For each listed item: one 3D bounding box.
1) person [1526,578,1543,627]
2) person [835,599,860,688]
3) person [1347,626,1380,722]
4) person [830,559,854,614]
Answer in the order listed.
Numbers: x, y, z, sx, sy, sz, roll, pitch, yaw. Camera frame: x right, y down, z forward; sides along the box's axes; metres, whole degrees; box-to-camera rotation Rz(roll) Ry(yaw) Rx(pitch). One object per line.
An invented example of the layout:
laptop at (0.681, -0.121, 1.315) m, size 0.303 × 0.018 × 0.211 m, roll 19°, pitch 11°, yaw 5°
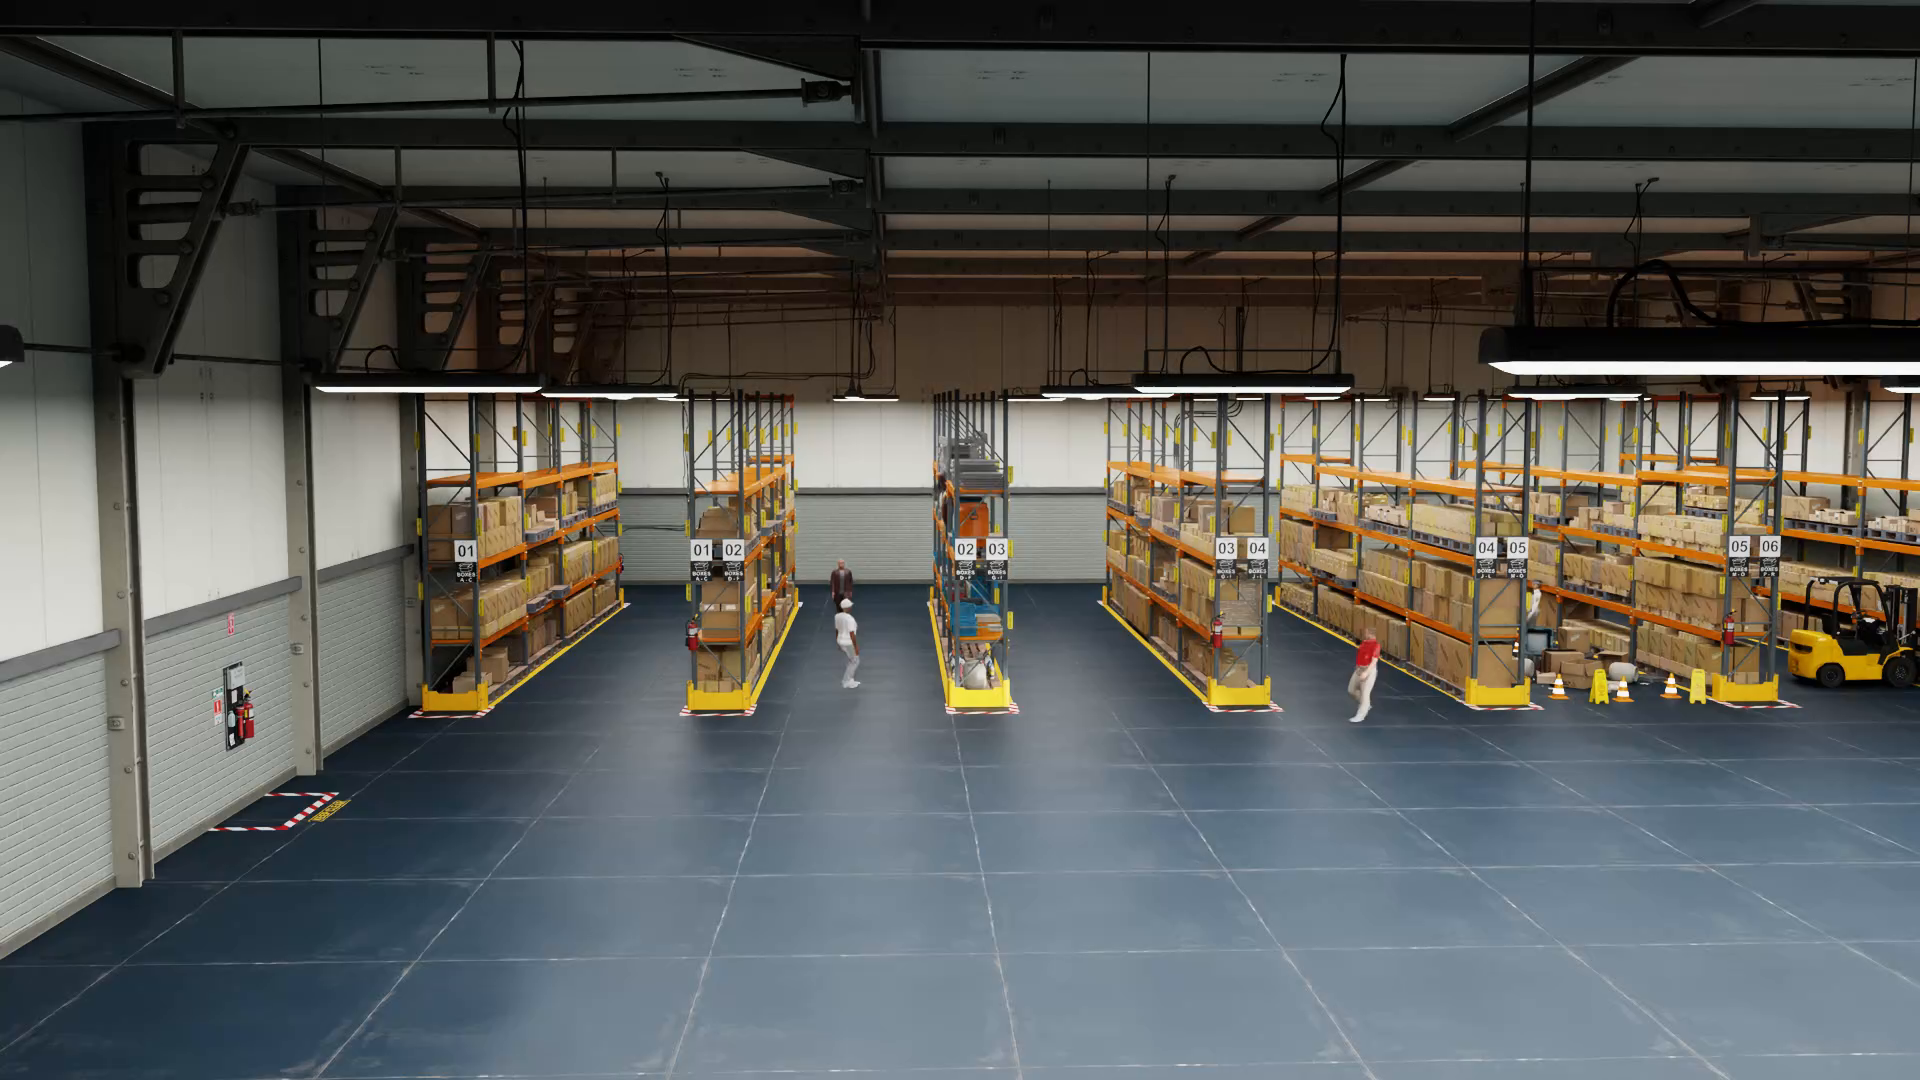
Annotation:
person at (13.301, 1.741, 38.670) m, size 0.444 × 1.710 × 0.528 m, roll 3°, pitch 5°, yaw 29°
person at (-2.140, 1.972, 31.973) m, size 0.489 × 1.708 × 0.638 m, roll -2°, pitch 5°, yaw -18°
person at (7.268, 2.415, 30.055) m, size 0.636 × 1.707 × 0.600 m, roll -3°, pitch 5°, yaw -32°
person at (-3.038, 1.358, 42.693) m, size 0.605 × 1.742 × 1.066 m, roll 0°, pitch 5°, yaw -1°
